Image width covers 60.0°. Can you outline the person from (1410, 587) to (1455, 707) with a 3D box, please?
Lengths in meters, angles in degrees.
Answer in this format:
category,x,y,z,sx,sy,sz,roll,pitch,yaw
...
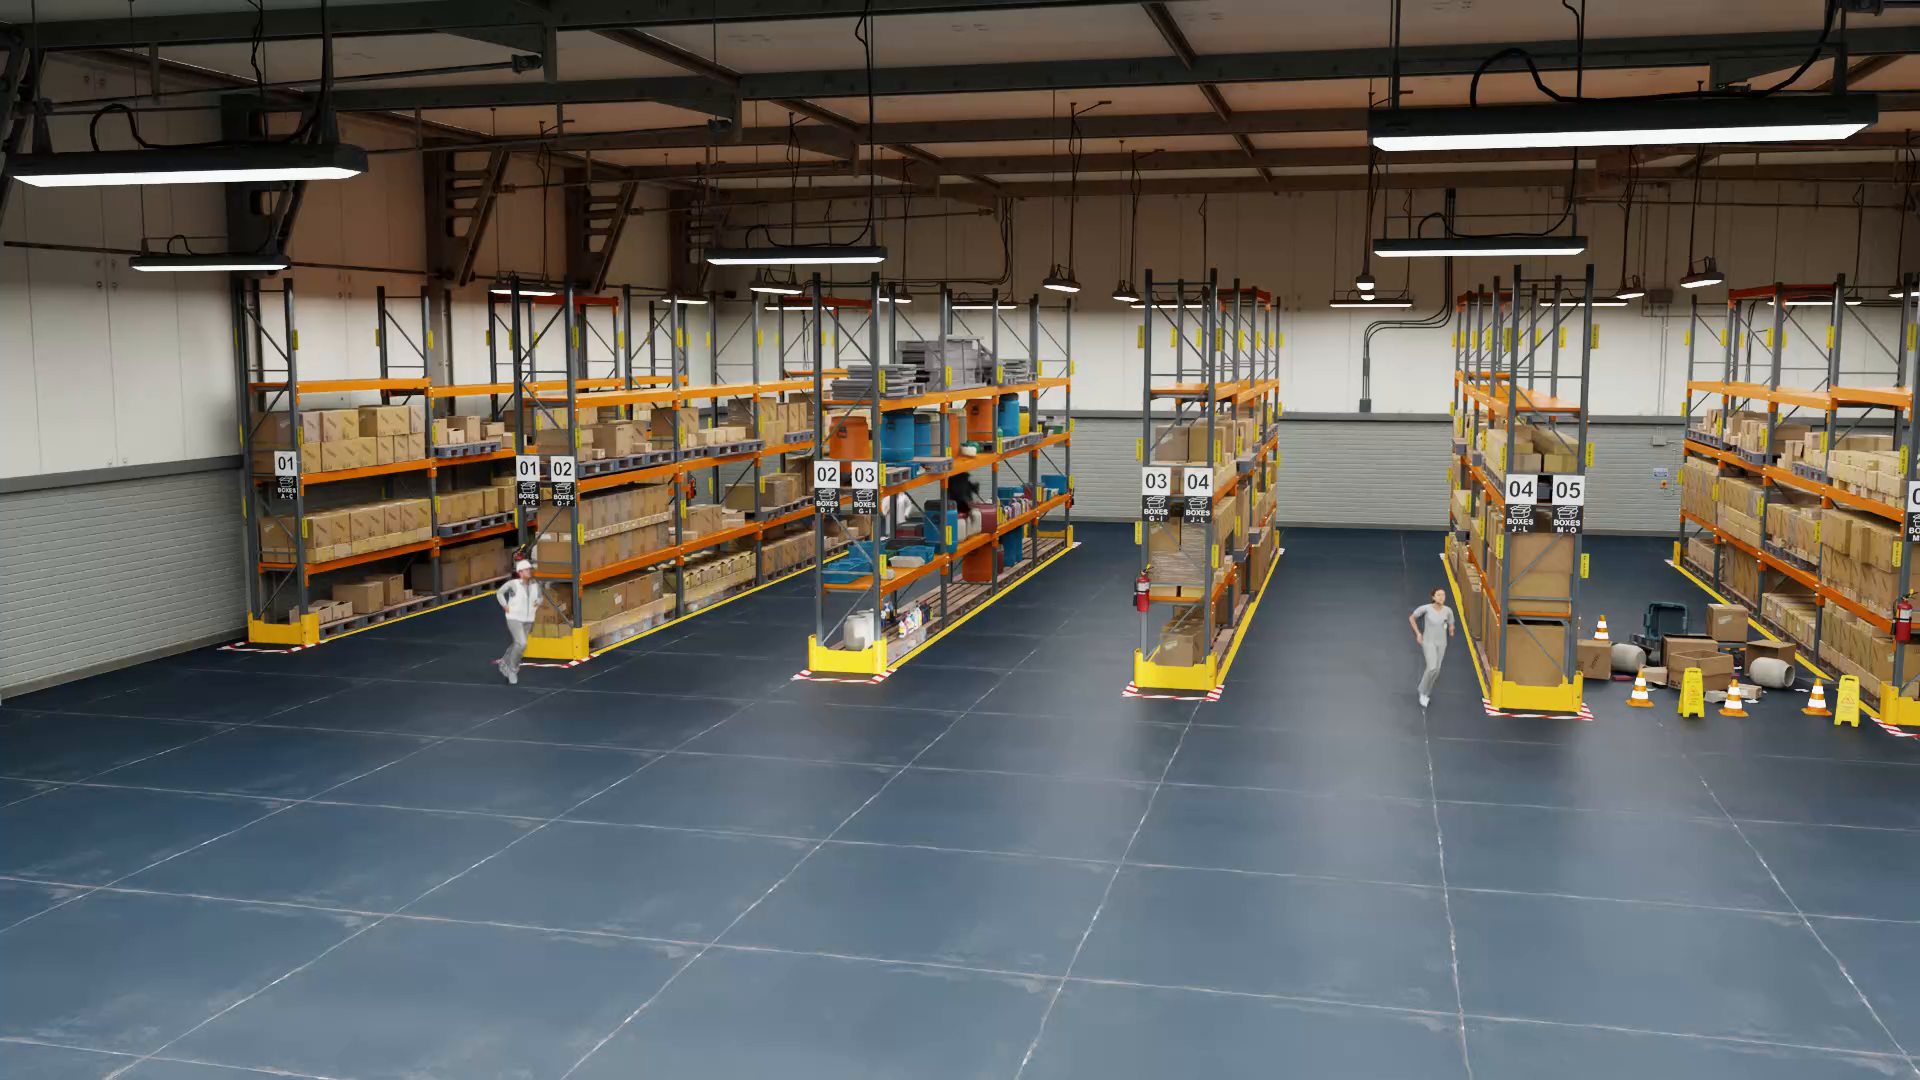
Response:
category,x,y,z,sx,sy,sz,roll,pitch,yaw
person,6.526,1.460,22.861,0.568,1.651,0.666,-1,7,-7

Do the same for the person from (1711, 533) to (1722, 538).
category,x,y,z,sx,sy,sz,roll,pitch,yaw
person,17.500,-0.383,38.051,0.758,1.660,0.855,6,9,42

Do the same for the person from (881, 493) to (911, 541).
category,x,y,z,sx,sy,sz,roll,pitch,yaw
person,-1.438,-0.353,37.159,0.715,1.742,1.000,0,7,-3

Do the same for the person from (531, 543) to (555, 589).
category,x,y,z,sx,sy,sz,roll,pitch,yaw
person,-7.490,0.627,29.863,0.592,1.616,0.580,1,7,8

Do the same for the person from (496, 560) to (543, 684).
category,x,y,z,sx,sy,sz,roll,pitch,yaw
person,-6.503,1.197,24.611,0.727,1.808,0.676,6,9,40
